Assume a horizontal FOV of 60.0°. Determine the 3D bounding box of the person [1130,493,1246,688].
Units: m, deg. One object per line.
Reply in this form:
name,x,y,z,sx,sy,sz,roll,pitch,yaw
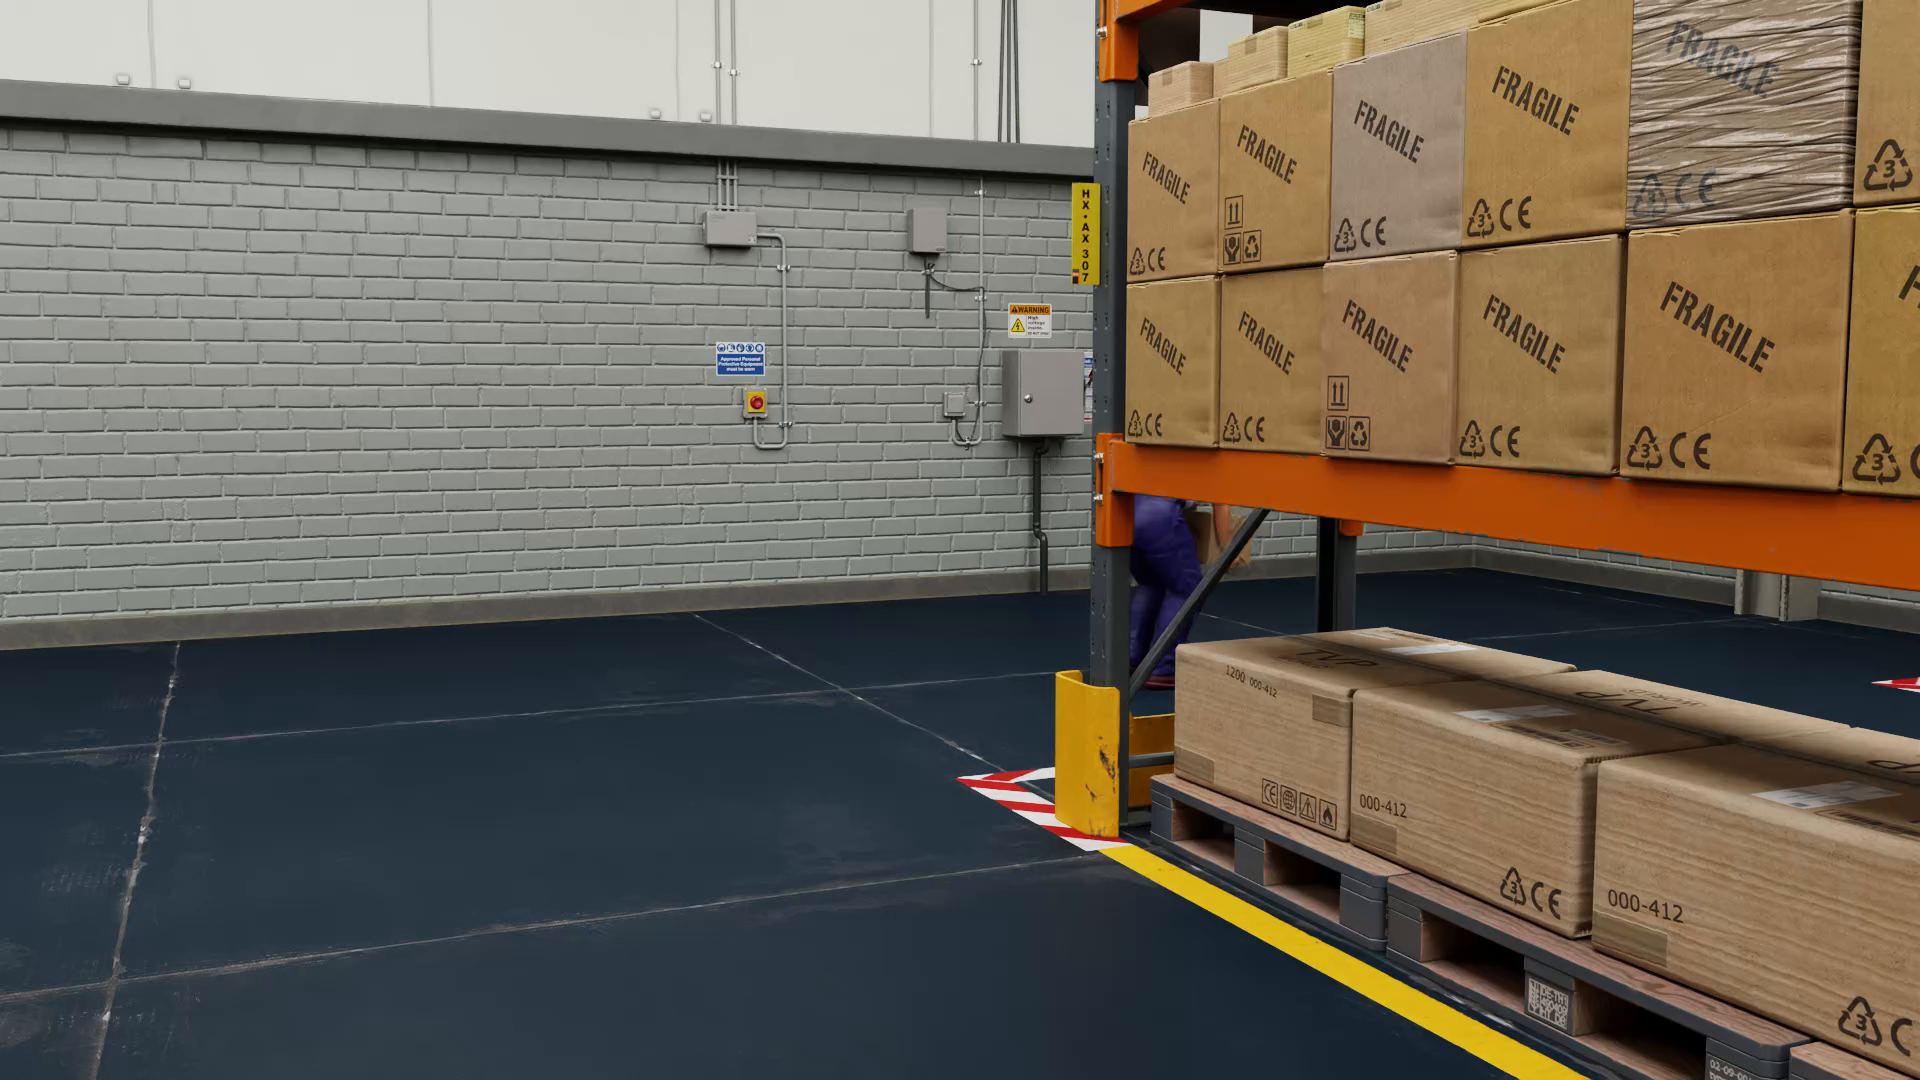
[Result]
person,1.103,-0.002,8.253,0.729,1.436,0.455,-3,6,-25
